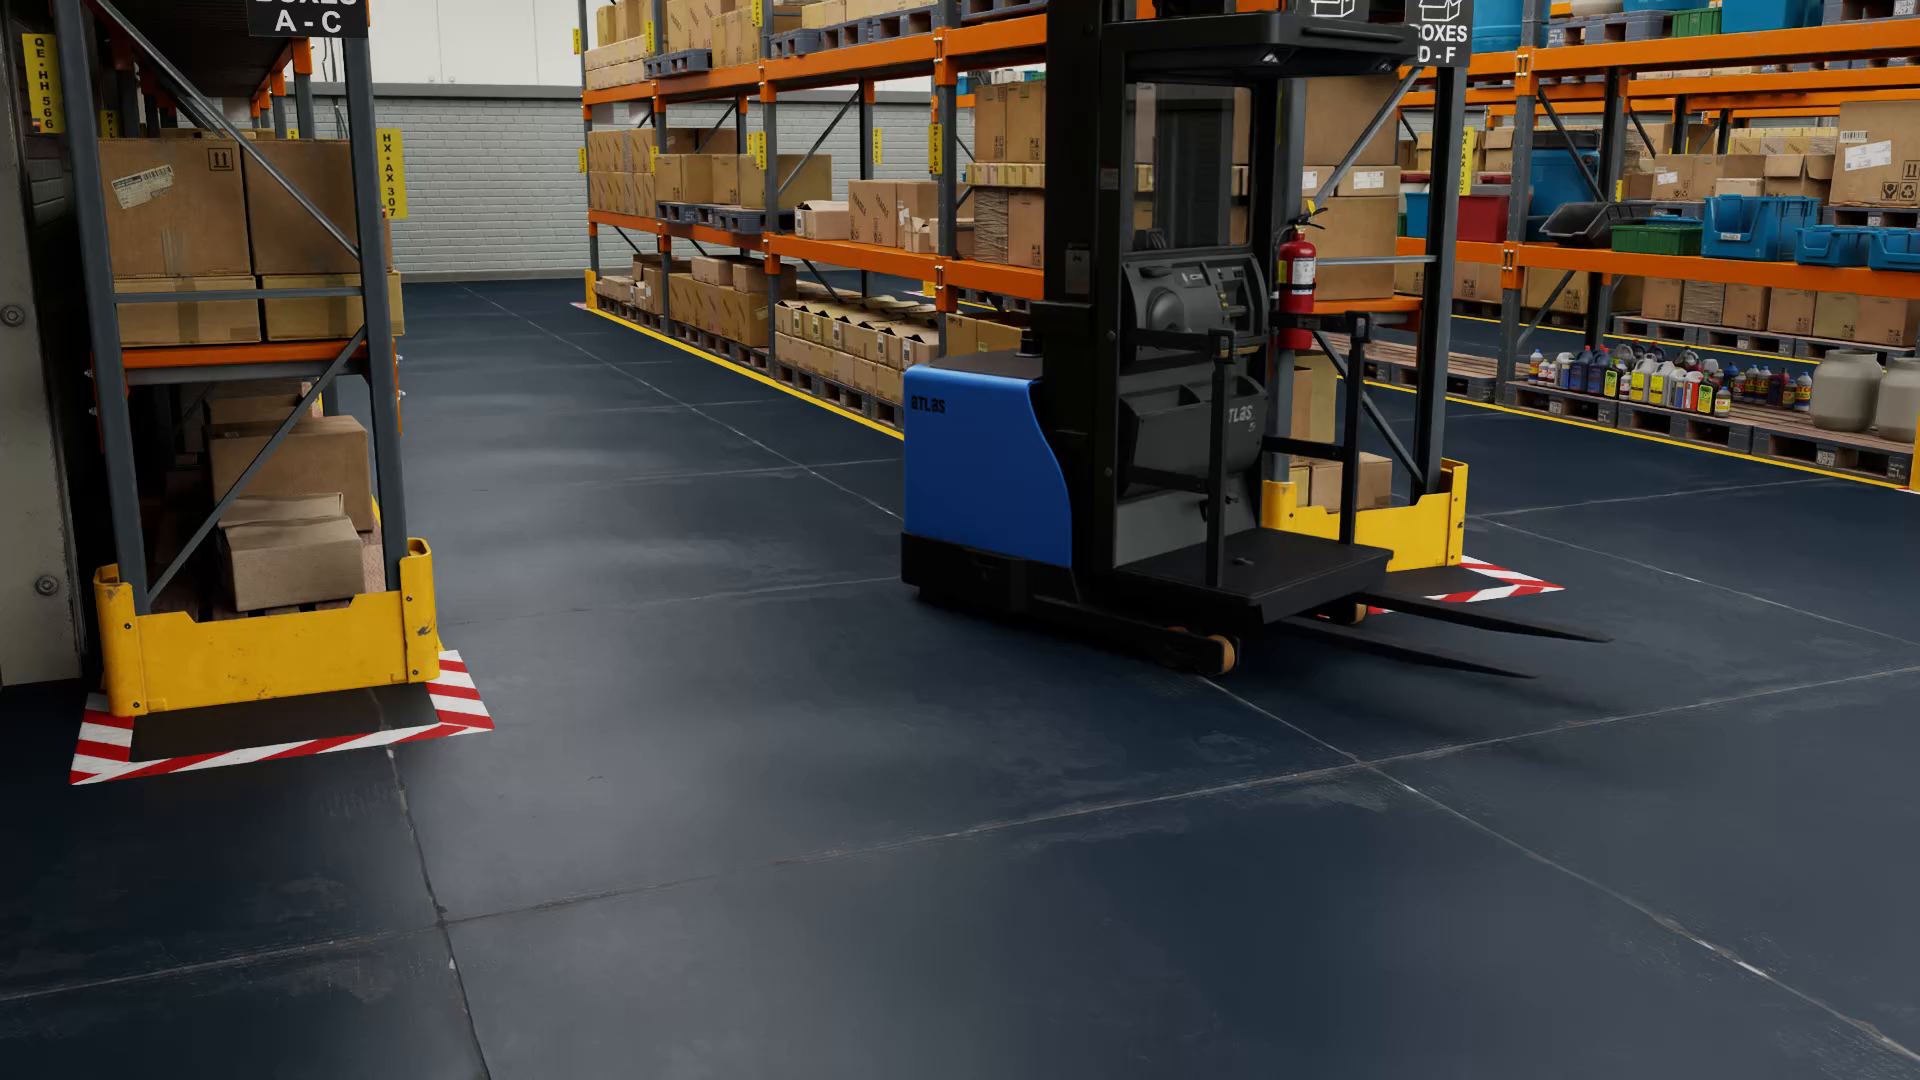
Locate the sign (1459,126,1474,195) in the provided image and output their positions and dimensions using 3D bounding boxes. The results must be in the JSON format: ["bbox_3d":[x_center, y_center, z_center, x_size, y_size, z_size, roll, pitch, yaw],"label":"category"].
[{"bbox_3d":[2.445,-1.840,8.073,0.100,0.325,0.005,-6,14,-23],"label":"sign"}]

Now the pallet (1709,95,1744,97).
[{"bbox_3d":[10.940,-6.364,23.479,1.213,0.211,1.003,-6,14,-23],"label":"pallet"}]

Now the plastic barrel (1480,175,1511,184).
[{"bbox_3d":[4.689,-2.888,14.393,0.433,0.535,0.433,0,13,0],"label":"plastic barrel"}]

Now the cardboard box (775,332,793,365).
[{"bbox_3d":[-1.330,-1.714,14.791,0.500,0.250,0.500,-6,14,-23],"label":"cardboard box"}]

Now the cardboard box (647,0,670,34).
[{"bbox_3d":[-3.103,-5.905,18.638,0.700,0.500,0.500,-6,14,-23],"label":"cardboard box"}]

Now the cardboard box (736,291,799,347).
[{"bbox_3d":[-1.861,-2.152,16.086,0.500,0.500,0.500,-5,14,-21],"label":"cardboard box"}]

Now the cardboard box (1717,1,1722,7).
[{"bbox_3d":[8.168,-5.303,17.146,0.500,0.500,0.500,-6,14,-25],"label":"cardboard box"}]

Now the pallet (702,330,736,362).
[{"bbox_3d":[-2.020,-2.035,17.193,1.003,0.211,1.213,-6,14,-23],"label":"pallet"}]

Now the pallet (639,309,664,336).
[{"bbox_3d":[-3.147,-2.594,19.609,1.003,0.211,1.213,-6,14,-23],"label":"pallet"}]

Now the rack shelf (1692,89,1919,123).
[{"bbox_3d":[11.592,-5.829,22.346,1.077,0.370,4.000,-6,14,-23],"label":"rack shelf"}]

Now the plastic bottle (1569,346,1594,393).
[{"bbox_3d":[4.815,-1.324,12.836,0.144,0.351,0.185,-5,14,-21],"label":"plastic bottle"}]

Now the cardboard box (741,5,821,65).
[{"bbox_3d":[-1.476,-4.581,15.137,0.910,0.500,0.500,-6,14,-23],"label":"cardboard box"}]

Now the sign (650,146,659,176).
[{"bbox_3d":[-3.367,-4.181,18.364,0.100,0.325,0.005,-6,14,-23],"label":"sign"}]

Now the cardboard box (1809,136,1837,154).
[{"bbox_3d":[14.435,-6.418,27.507,0.500,0.500,0.500,-5,14,-22],"label":"cardboard box"}]

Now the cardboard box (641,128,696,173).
[{"bbox_3d":[-3.313,-4.427,18.907,0.500,0.500,0.500,-6,14,-23],"label":"cardboard box"}]

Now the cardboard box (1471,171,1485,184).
[{"bbox_3d":[6.563,-4.428,21.129,0.500,0.500,0.500,-6,14,-24],"label":"cardboard box"}]

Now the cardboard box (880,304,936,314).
[{"bbox_3d":[-0.422,-1.825,14.025,0.500,0.311,0.500,-6,14,-23],"label":"cardboard box"}]

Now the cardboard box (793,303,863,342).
[{"bbox_3d":[-1.112,-1.880,14.262,0.500,0.311,0.500,-6,14,-24],"label":"cardboard box"}]

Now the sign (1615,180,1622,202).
[{"bbox_3d":[5.380,-2.786,13.643,0.100,0.325,0.005,-6,14,-23],"label":"sign"}]

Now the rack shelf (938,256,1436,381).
[{"bbox_3d":[1.133,-1.394,9.835,1.077,0.370,4.000,-6,14,-23],"label":"rack shelf"}]

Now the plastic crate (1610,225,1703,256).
[{"bbox_3d":[5.157,-2.195,12.171,0.450,0.188,0.662,-6,14,-23],"label":"plastic crate"}]

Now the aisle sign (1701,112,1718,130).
[{"bbox_3d":[13.389,-7.681,29.639,0.394,0.787,0.004,-6,14,-23],"label":"aisle sign"}]

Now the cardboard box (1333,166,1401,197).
[{"bbox_3d":[1.974,-1.796,8.319,0.380,0.149,0.250,-6,14,-23],"label":"cardboard box"}]

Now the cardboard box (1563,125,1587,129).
[{"bbox_3d":[9.728,-6.204,25.923,0.500,0.500,0.500,-6,14,-25],"label":"cardboard box"}]

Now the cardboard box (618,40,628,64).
[{"bbox_3d":[-3.712,-5.725,19.526,0.500,0.250,0.500,-6,14,-23],"label":"cardboard box"}]

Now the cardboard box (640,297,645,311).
[{"bbox_3d":[-3.566,-2.800,19.662,0.380,0.149,0.250,-6,14,-23],"label":"cardboard box"}]

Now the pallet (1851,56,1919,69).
[{"bbox_3d":[9.260,-4.559,15.678,1.213,0.211,1.003,-6,14,-23],"label":"pallet"}]

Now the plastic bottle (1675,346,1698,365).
[{"bbox_3d":[5.600,-1.315,12.796,0.144,0.351,0.185,-6,14,-23],"label":"plastic bottle"}]

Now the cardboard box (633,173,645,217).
[{"bbox_3d":[-3.516,-4.045,19.475,0.500,0.500,0.500,-5,14,-21],"label":"cardboard box"}]

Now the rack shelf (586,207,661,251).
[{"bbox_3d":[-3.674,-3.873,20.547,1.077,0.370,4.000,-6,14,-23],"label":"rack shelf"}]

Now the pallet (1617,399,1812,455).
[{"bbox_3d":[5.595,-0.851,12.077,1.003,0.211,1.213,-6,14,-23],"label":"pallet"}]

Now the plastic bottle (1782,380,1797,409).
[{"bbox_3d":[5.992,-1.053,11.997,0.097,0.201,0.097,0,13,0],"label":"plastic bottle"}]

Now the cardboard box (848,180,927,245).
[{"bbox_3d":[-0.584,-2.687,13.607,0.500,0.500,0.500,-6,15,-26],"label":"cardboard box"}]

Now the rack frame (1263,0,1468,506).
[{"bbox_3d":[1.934,-1.331,7.969,1.000,3.000,0.127,-6,14,-23],"label":"rack frame"}]

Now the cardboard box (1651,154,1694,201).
[{"bbox_3d":[8.060,-4.023,18.448,0.500,0.500,0.500,-8,15,-30],"label":"cardboard box"}]

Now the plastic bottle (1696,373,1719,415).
[{"bbox_3d":[5.273,-1.031,11.721,0.061,0.283,0.133,-5,14,-22],"label":"plastic bottle"}]

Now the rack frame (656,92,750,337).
[{"bbox_3d":[-2.873,-3.810,18.681,1.000,3.000,0.127,-6,14,-23],"label":"rack frame"}]

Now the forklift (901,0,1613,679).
[{"bbox_3d":[1.141,-1.021,6.780,3.031,2.935,1.130,12,18,42],"label":"forklift"}]

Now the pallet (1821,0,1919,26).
[{"bbox_3d":[6.232,-3.327,10.358,1.003,0.211,1.213,-6,14,-23],"label":"pallet"}]

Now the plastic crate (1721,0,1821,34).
[{"bbox_3d":[5.434,-3.598,11.147,0.392,0.384,0.575,-6,14,-23],"label":"plastic crate"}]

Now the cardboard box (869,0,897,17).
[{"bbox_3d":[-0.378,-4.151,12.901,0.500,0.250,0.500,-7,15,-28],"label":"cardboard box"}]

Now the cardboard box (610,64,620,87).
[{"bbox_3d":[-3.906,-5.586,20.031,0.500,0.250,0.500,-6,14,-23],"label":"cardboard box"}]

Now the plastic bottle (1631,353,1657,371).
[{"bbox_3d":[5.345,-1.326,13.013,0.152,0.276,0.135,-6,14,-23],"label":"plastic bottle"}]

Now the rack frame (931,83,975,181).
[{"bbox_3d":[0.065,-5.083,24.181,1.000,3.000,0.127,-6,14,-23],"label":"rack frame"}]

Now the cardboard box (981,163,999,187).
[{"bbox_3d":[0.362,-2.397,10.916,0.380,0.149,0.250,-5,14,-22],"label":"cardboard box"}]

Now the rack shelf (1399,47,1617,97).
[{"bbox_3d":[4.070,-4.128,14.997,1.077,0.370,4.000,-6,14,-23],"label":"rack shelf"}]

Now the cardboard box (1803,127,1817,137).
[{"bbox_3d":[14.304,-6.805,27.744,0.380,0.149,0.250,-6,14,-23],"label":"cardboard box"}]

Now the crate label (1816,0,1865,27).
[{"bbox_3d":[6.027,-3.583,11.377,0.502,0.251,0.408,-6,14,-23],"label":"crate label"}]

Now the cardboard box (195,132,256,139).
[{"bbox_3d":[-5.500,-2.981,12.462,0.380,0.149,0.250,-8,15,-32],"label":"cardboard box"}]

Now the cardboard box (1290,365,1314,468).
[{"bbox_3d":[1.446,-0.645,8.509,0.500,0.500,0.500,-6,14,-23],"label":"cardboard box"}]

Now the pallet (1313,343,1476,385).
[{"bbox_3d":[4.029,-1.657,15.560,1.003,0.211,1.213,-6,14,-23],"label":"pallet"}]

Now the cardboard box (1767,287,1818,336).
[{"bbox_3d":[8.785,-2.393,17.123,0.700,0.500,0.500,-7,15,-28],"label":"cardboard box"}]
